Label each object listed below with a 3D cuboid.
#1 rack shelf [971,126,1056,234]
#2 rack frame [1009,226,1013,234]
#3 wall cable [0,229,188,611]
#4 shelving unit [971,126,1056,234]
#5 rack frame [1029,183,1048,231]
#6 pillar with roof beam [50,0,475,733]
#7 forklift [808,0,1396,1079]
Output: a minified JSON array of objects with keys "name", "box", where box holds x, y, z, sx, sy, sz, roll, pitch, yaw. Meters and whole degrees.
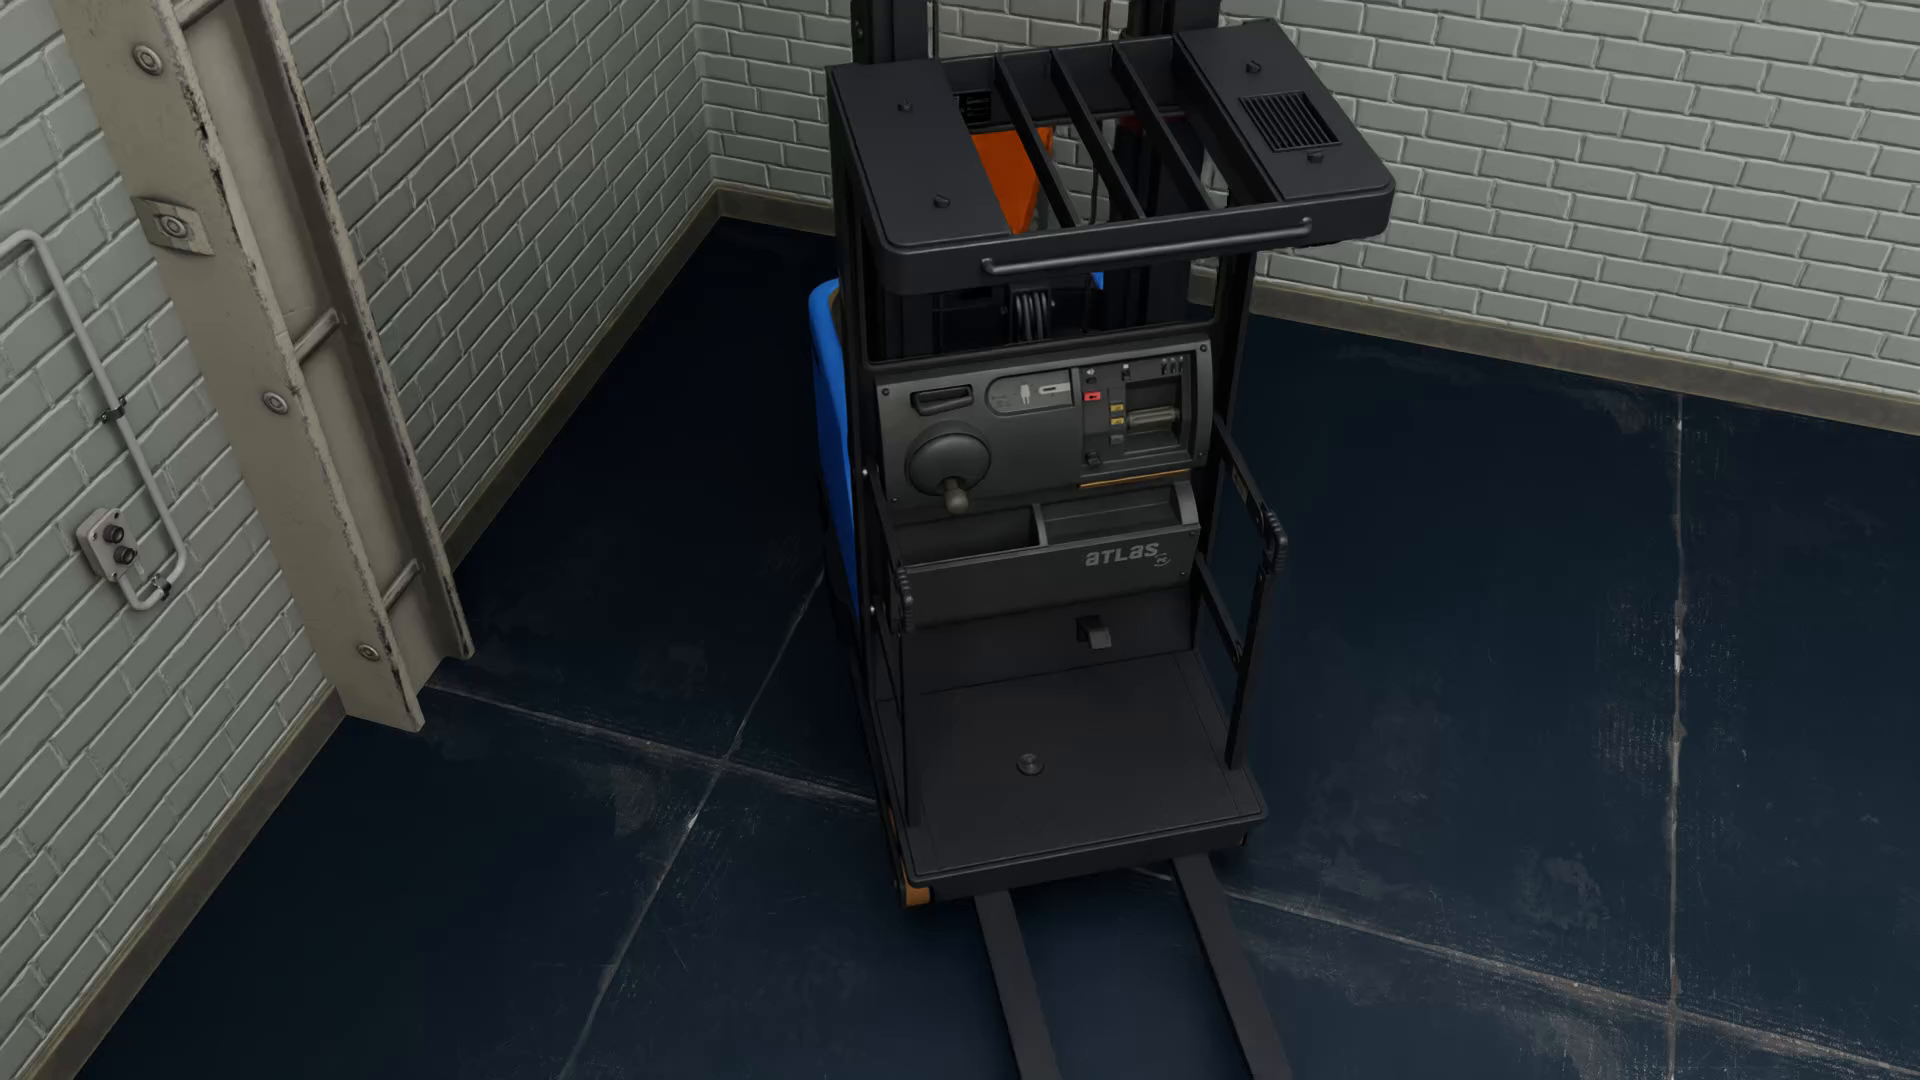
[{"name":"rack shelf","box":[0.025,-1.260,6.315,0.538,0.278,1.000,7,45,7]},{"name":"rack frame","box":[-0.065,-0.701,6.162,0.500,1.125,0.032,7,45,7]},{"name":"wall cable","box":[-2.417,-0.022,3.402,0.084,1.984,1.851,13,46,13]},{"name":"shelving unit","box":[0.025,-1.051,6.520,0.538,1.125,1.048,7,45,7]},{"name":"rack frame","box":[0.115,-1.401,6.878,0.500,1.125,0.032,7,45,7]},{"name":"pillar with roof beam","box":[2.193,-1.821,1.677,9.100,9.000,0.400,13,46,13]},{"name":"forklift","box":[0.286,-0.221,4.380,1.130,2.935,3.031,-9,45,-9]}]
